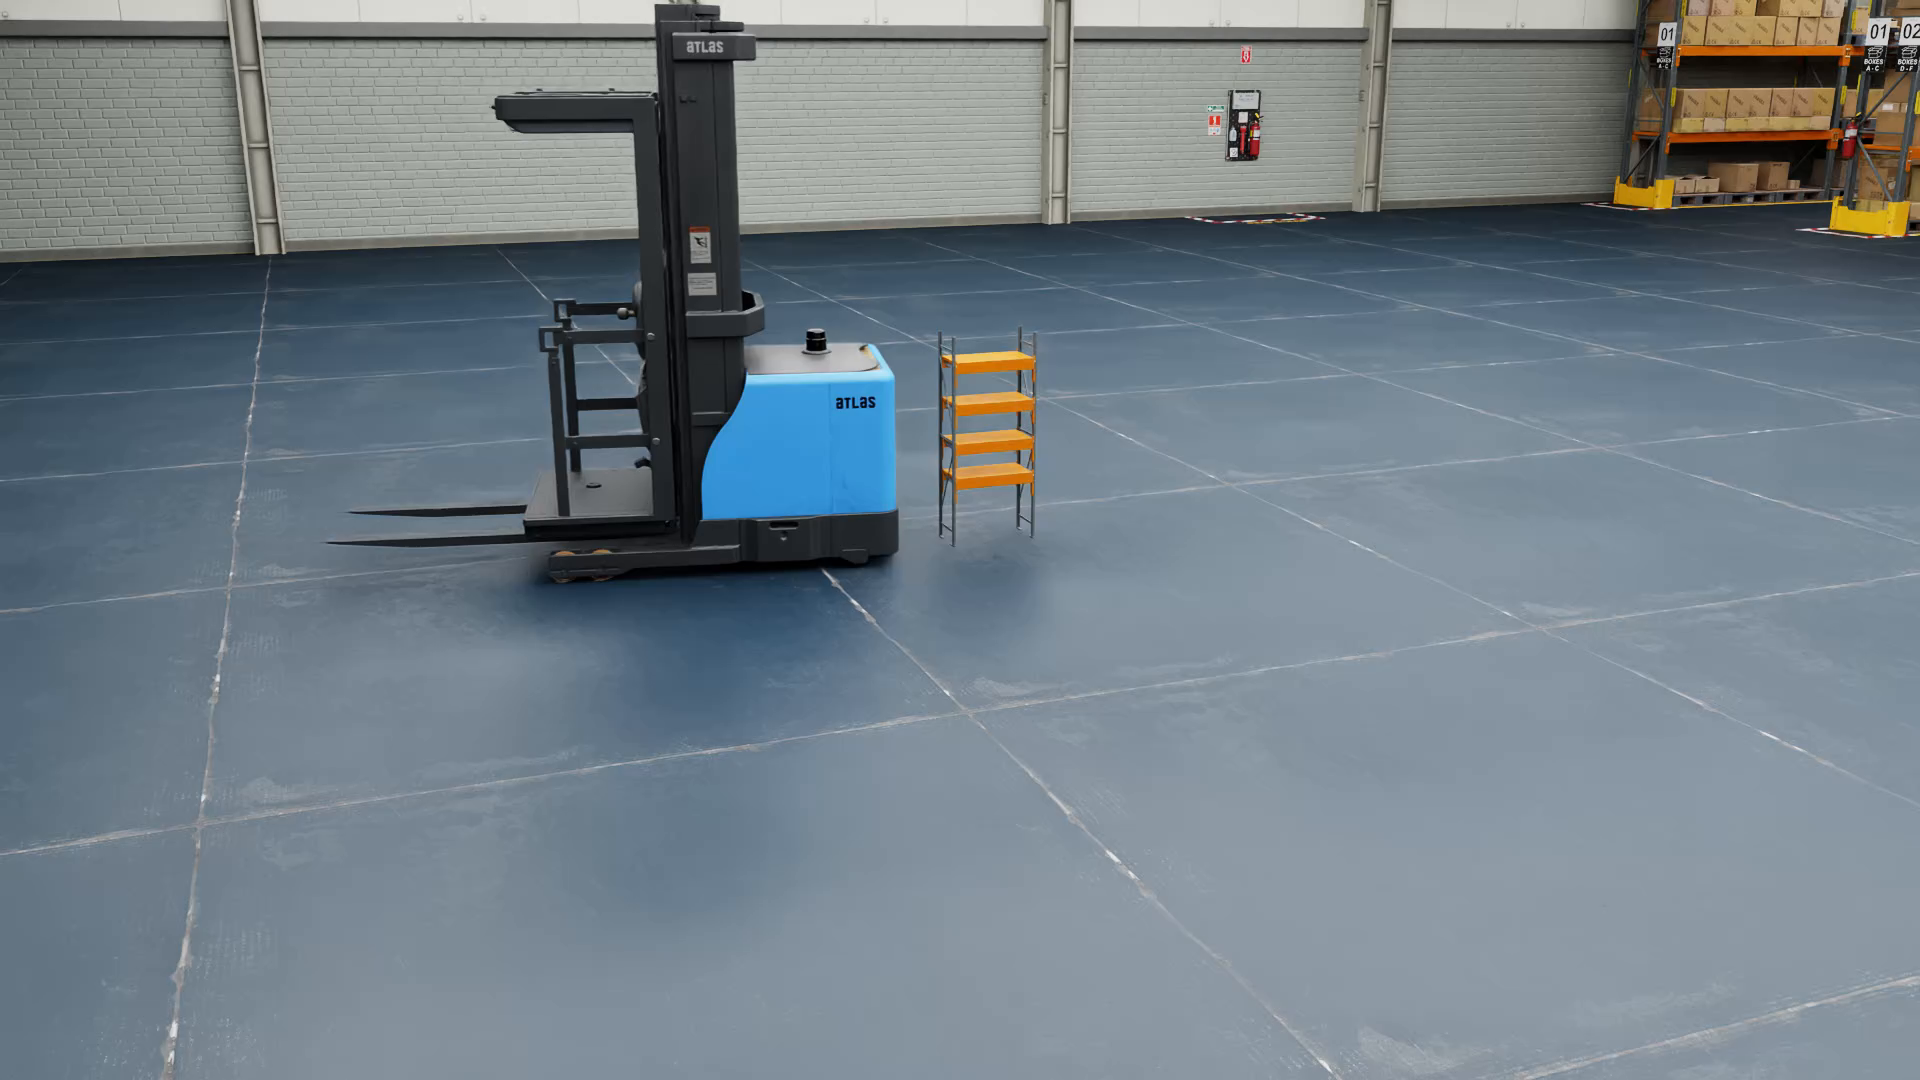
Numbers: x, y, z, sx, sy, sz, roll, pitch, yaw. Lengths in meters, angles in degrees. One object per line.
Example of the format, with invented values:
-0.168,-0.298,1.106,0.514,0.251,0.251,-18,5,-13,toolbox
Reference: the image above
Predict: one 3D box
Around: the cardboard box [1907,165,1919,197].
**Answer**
15.533,-5.745,26.641,0.500,0.500,0.500,-6,17,-20,cardboard box

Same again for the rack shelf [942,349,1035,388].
0.155,-0.969,9.375,0.480,0.148,0.258,-6,17,-20,rack shelf

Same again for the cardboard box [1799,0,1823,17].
15.287,-9.768,30.227,0.500,0.500,0.500,-5,17,-17,cardboard box

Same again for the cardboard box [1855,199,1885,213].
14.605,-5.280,26.388,0.500,0.250,0.500,-6,17,-20,cardboard box

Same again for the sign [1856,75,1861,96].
14.029,-7.079,25.906,0.005,0.325,0.100,-6,17,-20,sign

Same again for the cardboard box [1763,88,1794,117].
14.900,-8.041,30.555,0.500,0.500,0.500,-7,18,-22,cardboard box

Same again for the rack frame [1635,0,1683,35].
12.434,-10.447,29.203,0.127,3.000,1.000,-6,17,-20,rack frame

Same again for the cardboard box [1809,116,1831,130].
15.835,-7.782,31.006,0.500,0.250,0.500,-6,17,-20,cardboard box

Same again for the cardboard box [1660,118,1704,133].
13.003,-7.472,29.949,0.500,0.250,0.500,-7,18,-22,cardboard box

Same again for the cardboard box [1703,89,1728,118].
13.452,-7.882,30.016,0.500,0.500,0.500,-6,17,-20,cardboard box

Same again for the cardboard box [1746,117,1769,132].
14.433,-7.628,30.482,0.500,0.250,0.500,-6,17,-20,cardboard box

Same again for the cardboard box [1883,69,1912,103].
14.700,-6.985,25.581,0.500,0.500,0.700,-6,17,-20,cardboard box

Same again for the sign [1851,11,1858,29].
16.370,-9.517,30.442,0.005,0.325,0.100,-6,17,-20,sign

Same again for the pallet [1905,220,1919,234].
14.909,-5.016,26.304,1.213,0.211,1.003,-6,17,-20,pallet

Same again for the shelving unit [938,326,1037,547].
0.155,-0.592,9.486,0.503,1.200,0.258,-6,17,-20,shelving unit

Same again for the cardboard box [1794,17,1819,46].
15.309,-9.305,30.425,0.500,0.500,0.500,-8,18,-25,cardboard box

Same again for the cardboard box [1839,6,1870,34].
16.708,-9.695,31.042,0.500,0.500,0.500,-4,17,-12,cardboard box

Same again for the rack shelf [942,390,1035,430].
0.155,-0.742,9.442,0.480,0.148,0.258,-6,17,-20,rack shelf

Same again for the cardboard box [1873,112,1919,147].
14.650,-6.357,25.746,0.500,0.500,0.700,-6,17,-20,cardboard box

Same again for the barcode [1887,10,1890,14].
14.319,-8.141,25.642,0.075,0.075,0.001,-6,17,-20,barcode

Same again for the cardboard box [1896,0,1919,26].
14.748,-8.080,25.289,0.637,0.503,0.797,-5,17,-16,cardboard box

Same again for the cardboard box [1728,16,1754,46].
13.833,-9.132,29.834,0.500,0.500,0.500,-5,17,-18,cardboard box

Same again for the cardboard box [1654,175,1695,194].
13.112,-6.536,30.522,0.500,0.311,0.500,-8,18,-26,cardboard box

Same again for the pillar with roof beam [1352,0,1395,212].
8.716,-9.008,24.301,0.400,9.000,9.100,-6,17,-20,pillar with roof beam

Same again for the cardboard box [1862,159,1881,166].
17.315,-7.128,32.202,0.500,0.500,0.700,-7,18,-21,cardboard box

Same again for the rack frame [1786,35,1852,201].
16.169,-7.972,31.421,0.127,3.000,1.000,-6,17,-20,rack frame

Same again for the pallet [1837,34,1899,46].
16.784,-9.355,31.142,1.003,0.211,1.213,-6,17,-20,pallet

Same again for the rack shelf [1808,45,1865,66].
18.037,-9.268,31.787,4.000,0.370,1.077,-6,17,-20,rack shelf

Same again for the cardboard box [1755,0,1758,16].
14.189,-9.808,30.363,0.500,0.500,0.500,-6,17,-20,cardboard box

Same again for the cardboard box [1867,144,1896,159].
17.745,-7.521,32.210,0.500,0.250,0.500,-7,18,-22,cardboard box

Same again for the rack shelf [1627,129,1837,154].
14.301,-7.425,30.836,4.000,0.370,1.077,-6,17,-20,rack shelf

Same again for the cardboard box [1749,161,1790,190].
15.214,-6.868,31.319,0.500,0.500,0.500,-8,18,-24,cardboard box

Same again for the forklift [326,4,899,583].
-1.899,-1.339,8.956,3.031,2.935,1.130,-3,17,-9,forklift

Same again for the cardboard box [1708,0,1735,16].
13.367,-9.557,29.509,0.500,0.500,0.500,-6,18,-21,cardboard box

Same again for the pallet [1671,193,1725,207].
13.276,-6.311,30.714,1.213,0.211,1.003,-6,17,-20,pallet

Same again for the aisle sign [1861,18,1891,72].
14.043,-7.584,25.485,0.004,0.787,0.394,-6,17,-20,aisle sign

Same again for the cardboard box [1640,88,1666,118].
12.798,-7.970,30.313,0.500,0.500,0.500,-6,18,-21,cardboard box

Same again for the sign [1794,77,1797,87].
15.967,-8.673,31.754,0.005,0.325,0.100,-6,17,-20,sign

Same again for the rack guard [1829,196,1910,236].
14.187,-5.064,25.955,0.348,0.500,1.175,-6,17,-20,rack guard

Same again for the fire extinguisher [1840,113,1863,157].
13.933,-6.339,25.998,0.183,0.674,0.296,-6,17,-20,fire extinguisher

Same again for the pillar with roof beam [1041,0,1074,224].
3.113,-8.403,22.241,0.400,9.000,9.100,-6,17,-20,pillar with roof beam

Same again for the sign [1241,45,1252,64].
4.811,-8.160,27.949,0.199,0.298,0.001,-6,17,-20,sign
